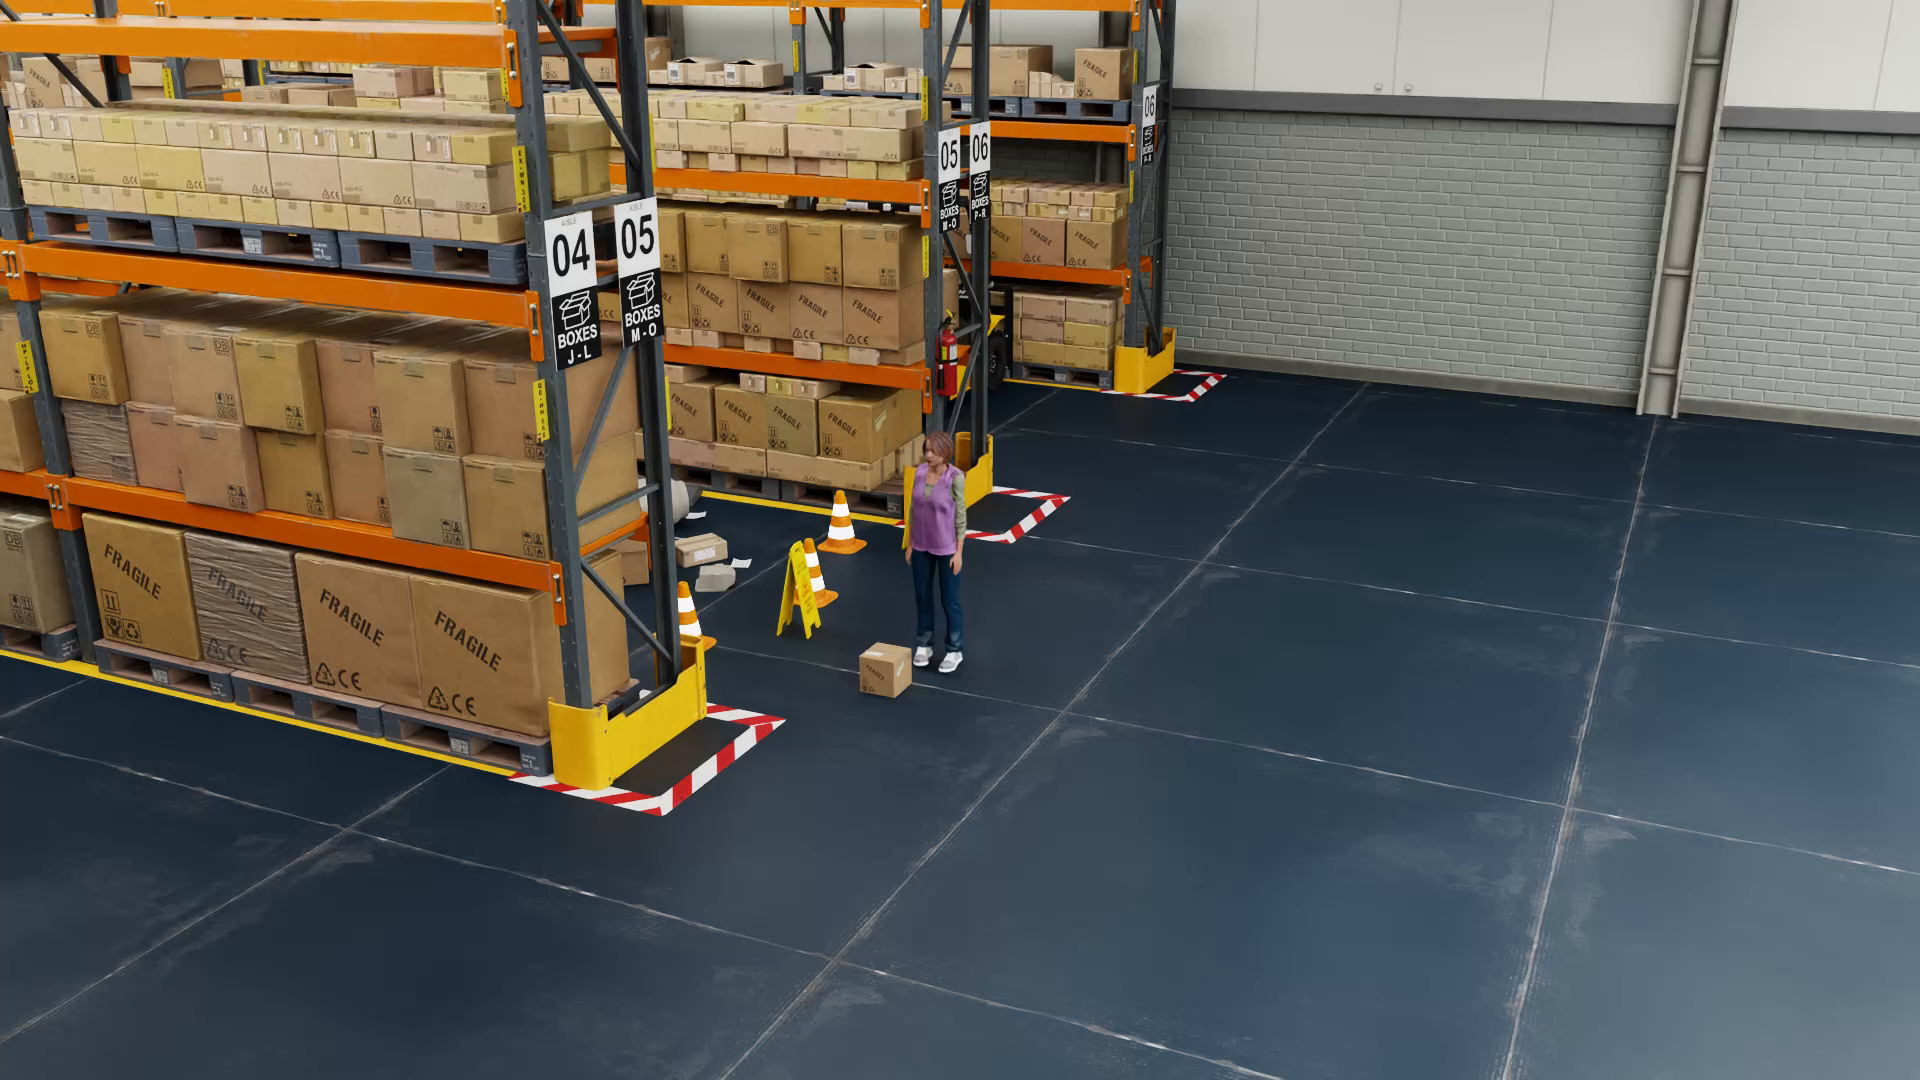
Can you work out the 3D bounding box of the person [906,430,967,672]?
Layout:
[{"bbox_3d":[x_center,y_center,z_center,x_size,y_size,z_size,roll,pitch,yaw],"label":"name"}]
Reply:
[{"bbox_3d":[-0.150,0.065,10.830,0.424,1.607,0.321,11,22,28],"label":"person"}]
